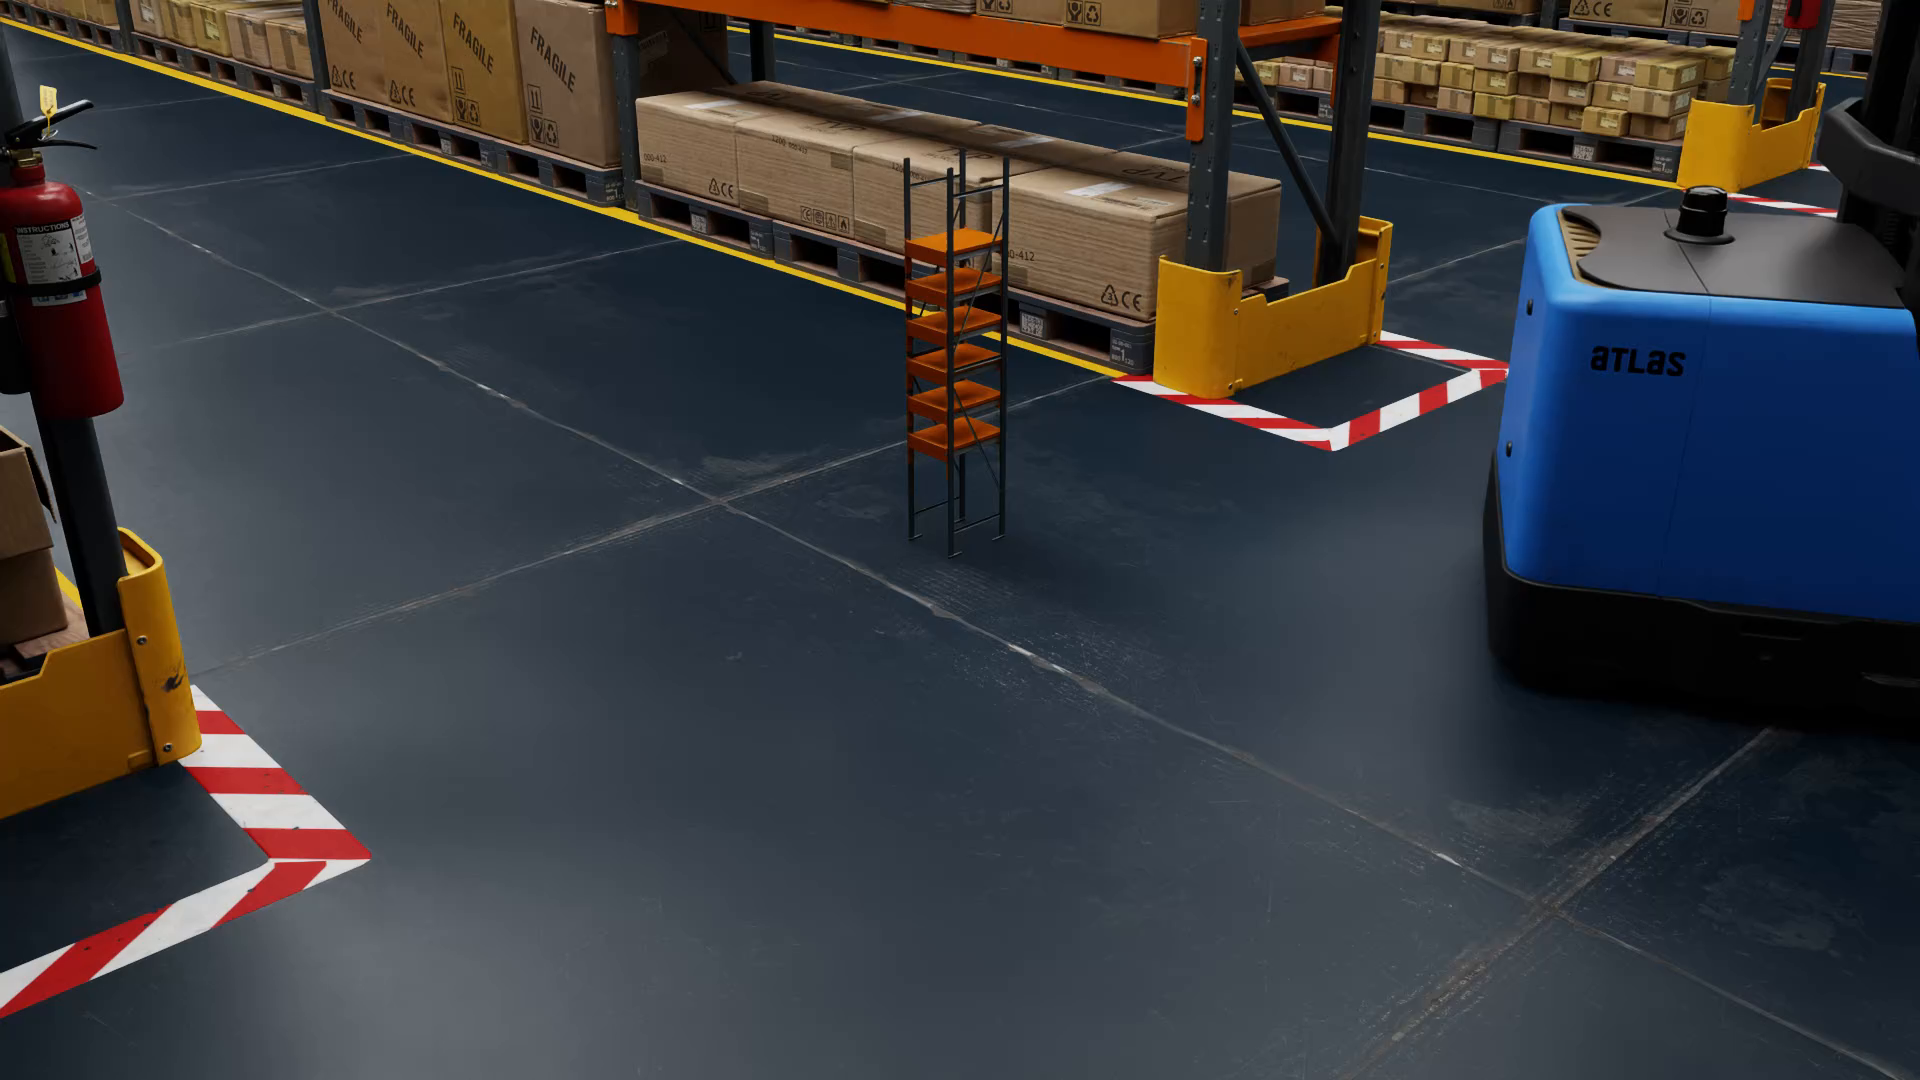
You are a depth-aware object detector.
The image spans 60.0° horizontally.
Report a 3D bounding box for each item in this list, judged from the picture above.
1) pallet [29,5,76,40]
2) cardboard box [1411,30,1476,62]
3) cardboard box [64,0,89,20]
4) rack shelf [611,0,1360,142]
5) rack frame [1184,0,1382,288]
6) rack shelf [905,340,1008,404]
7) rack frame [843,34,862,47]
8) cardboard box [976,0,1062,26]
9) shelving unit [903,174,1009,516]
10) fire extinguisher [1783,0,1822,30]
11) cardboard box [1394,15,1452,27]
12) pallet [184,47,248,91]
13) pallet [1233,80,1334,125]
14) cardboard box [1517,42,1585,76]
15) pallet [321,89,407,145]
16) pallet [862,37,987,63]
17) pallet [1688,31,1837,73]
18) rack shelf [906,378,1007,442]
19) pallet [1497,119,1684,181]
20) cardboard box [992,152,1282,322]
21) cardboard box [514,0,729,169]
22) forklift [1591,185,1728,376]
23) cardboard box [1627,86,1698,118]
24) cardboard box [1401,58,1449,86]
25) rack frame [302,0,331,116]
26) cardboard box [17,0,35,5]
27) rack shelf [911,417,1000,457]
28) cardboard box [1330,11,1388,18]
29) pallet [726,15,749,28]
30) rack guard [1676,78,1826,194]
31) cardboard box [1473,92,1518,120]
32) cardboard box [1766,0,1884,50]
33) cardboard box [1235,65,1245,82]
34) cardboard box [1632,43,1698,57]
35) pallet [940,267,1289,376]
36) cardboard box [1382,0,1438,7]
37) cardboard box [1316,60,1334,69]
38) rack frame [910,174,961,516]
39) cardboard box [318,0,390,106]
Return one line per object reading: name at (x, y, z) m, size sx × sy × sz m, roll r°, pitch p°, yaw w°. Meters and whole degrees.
pallet at (-8.254, -5.052, 16.070) m, size 1.003 × 0.211 × 1.213 m, roll -21°, pitch 32°, yaw -38°
cardboard box at (3.215, -3.289, 11.058) m, size 0.380 × 0.149 × 0.250 m, roll -21°, pitch 32°, yaw -38°
cardboard box at (-7.902, -4.959, 15.313) m, size 0.500 × 0.250 × 0.500 m, roll -22°, pitch 33°, yaw -40°
rack shelf at (-0.096, -2.400, 7.765) m, size 1.077 × 0.370 × 4.000 m, roll -21°, pitch 32°, yaw -38°
rack frame at (1.271, -2.122, 6.287) m, size 1.000 × 3.000 × 0.127 m, roll -21°, pitch 32°, yaw -38°
rack shelf at (-0.010, -0.510, 5.029) m, size 0.258 × 0.103 × 0.180 m, roll -21°, pitch 32°, yaw -38°
rack frame at (-1.542, -7.880, 18.910) m, size 5.960 × 3.000 × 8.026 m, roll -21°, pitch 32°, yaw -38°
cardboard box at (0.416, -2.395, 6.765) m, size 0.500 × 0.500 × 0.500 m, roll -22°, pitch 33°, yaw -39°
shelving unit at (-0.011, -0.551, 5.011) m, size 0.258 × 1.046 × 0.183 m, roll -21°, pitch 32°, yaw -38°
fire extinguisher at (4.651, -3.145, 9.071) m, size 0.296 × 0.674 × 0.183 m, roll -21°, pitch 32°, yaw -38°
cardboard box at (3.267, -3.603, 11.746) m, size 0.250 × 0.149 × 0.380 m, roll 22°, pitch 32°, yaw 39°
pallet at (-5.559, -3.884, 13.509) m, size 1.003 × 0.211 × 1.213 m, roll -21°, pitch 32°, yaw -38°
pallet at (2.566, -3.306, 12.243) m, size 1.003 × 0.211 × 1.213 m, roll -21°, pitch 32°, yaw -38°
cardboard box at (3.738, -3.041, 10.514) m, size 0.250 × 0.149 × 0.380 m, roll 22°, pitch 33°, yaw 40°
pallet at (-3.713, -3.017, 11.608) m, size 1.003 × 0.211 × 1.213 m, roll -21°, pitch 32°, yaw -38°
pallet at (-0.119, -4.475, 14.804) m, size 1.003 × 0.211 × 1.213 m, roll -21°, pitch 32°, yaw -38°
pallet at (7.072, -4.254, 14.321) m, size 1.003 × 0.211 × 1.213 m, roll -21°, pitch 32°, yaw -38°
rack shelf at (-0.010, -0.401, 5.079) m, size 0.258 × 0.103 × 0.180 m, roll -21°, pitch 32°, yaw -38°
pallet at (4.234, -2.567, 10.623) m, size 1.003 × 0.211 × 1.213 m, roll -21°, pitch 32°, yaw -38°
cardboard box at (0.747, -1.319, 7.108) m, size 0.875 × 0.438 × 0.875 m, roll 22°, pitch 33°, yaw 40°
cardboard box at (-1.945, -2.723, 9.659) m, size 0.875 × 0.875 × 0.875 m, roll -20°, pitch 31°, yaw -37°
forklift at (10.060, -9.064, 14.276) m, size 10.035 × 9.000 × 29.450 m, roll 6°, pitch 25°, yaw 13°
cardboard box at (4.247, -2.665, 10.048) m, size 0.380 × 0.149 × 0.250 m, roll -22°, pitch 33°, yaw -40°
cardboard box at (3.157, -3.134, 11.075) m, size 0.380 × 0.149 × 0.250 m, roll -21°, pitch 32°, yaw -38°
rack frame at (-4.197, -4.546, 11.600) m, size 1.000 × 3.000 × 0.127 m, roll -21°, pitch 32°, yaw -38°
cardboard box at (-8.972, -5.430, 16.345) m, size 0.500 × 0.250 × 0.500 m, roll -20°, pitch 31°, yaw -37°
rack shelf at (-0.010, -0.316, 5.117) m, size 0.221 × 0.034 × 0.171 m, roll -21°, pitch 32°, yaw -38°
cardboard box at (2.894, -3.760, 12.089) m, size 0.380 × 0.149 × 0.250 m, roll -22°, pitch 32°, yaw -39°
pallet at (-1.966, -5.341, 16.704) m, size 1.003 × 0.211 × 1.213 m, roll -21°, pitch 32°, yaw -38°
rack guard at (4.764, -2.442, 10.002) m, size 1.175 × 0.500 × 0.348 m, roll -21°, pitch 32°, yaw -38°
cardboard box at (3.538, -2.835, 10.780) m, size 0.250 × 0.149 × 0.380 m, roll 22°, pitch 33°, yaw 39°
cardboard box at (7.387, -4.604, 13.783) m, size 0.875 × 0.875 × 0.875 m, roll -21°, pitch 32°, yaw -38°
cardboard box at (2.096, -3.461, 12.152) m, size 0.250 × 0.149 × 0.380 m, roll 22°, pitch 33°, yaw 40°
cardboard box at (4.429, -3.026, 10.481) m, size 0.380 × 0.149 × 0.250 m, roll -21°, pitch 32°, yaw -38°
pallet at (0.668, -1.073, 7.348) m, size 1.003 × 0.211 × 1.213 m, roll -21°, pitch 32°, yaw -38°
cardboard box at (4.708, -5.828, 16.465) m, size 0.875 × 0.875 × 1.225 m, roll 22°, pitch 33°, yaw 40°
cardboard box at (2.710, -3.400, 11.659) m, size 0.250 × 0.149 × 0.380 m, roll 22°, pitch 32°, yaw 39°
rack frame at (-0.073, -0.578, 5.071) m, size 0.228 × 1.046 × 0.002 m, roll -21°, pitch 32°, yaw -38°
cardboard box at (-3.785, -3.537, 11.443) m, size 0.875 × 0.875 × 0.875 m, roll -22°, pitch 32°, yaw -39°
